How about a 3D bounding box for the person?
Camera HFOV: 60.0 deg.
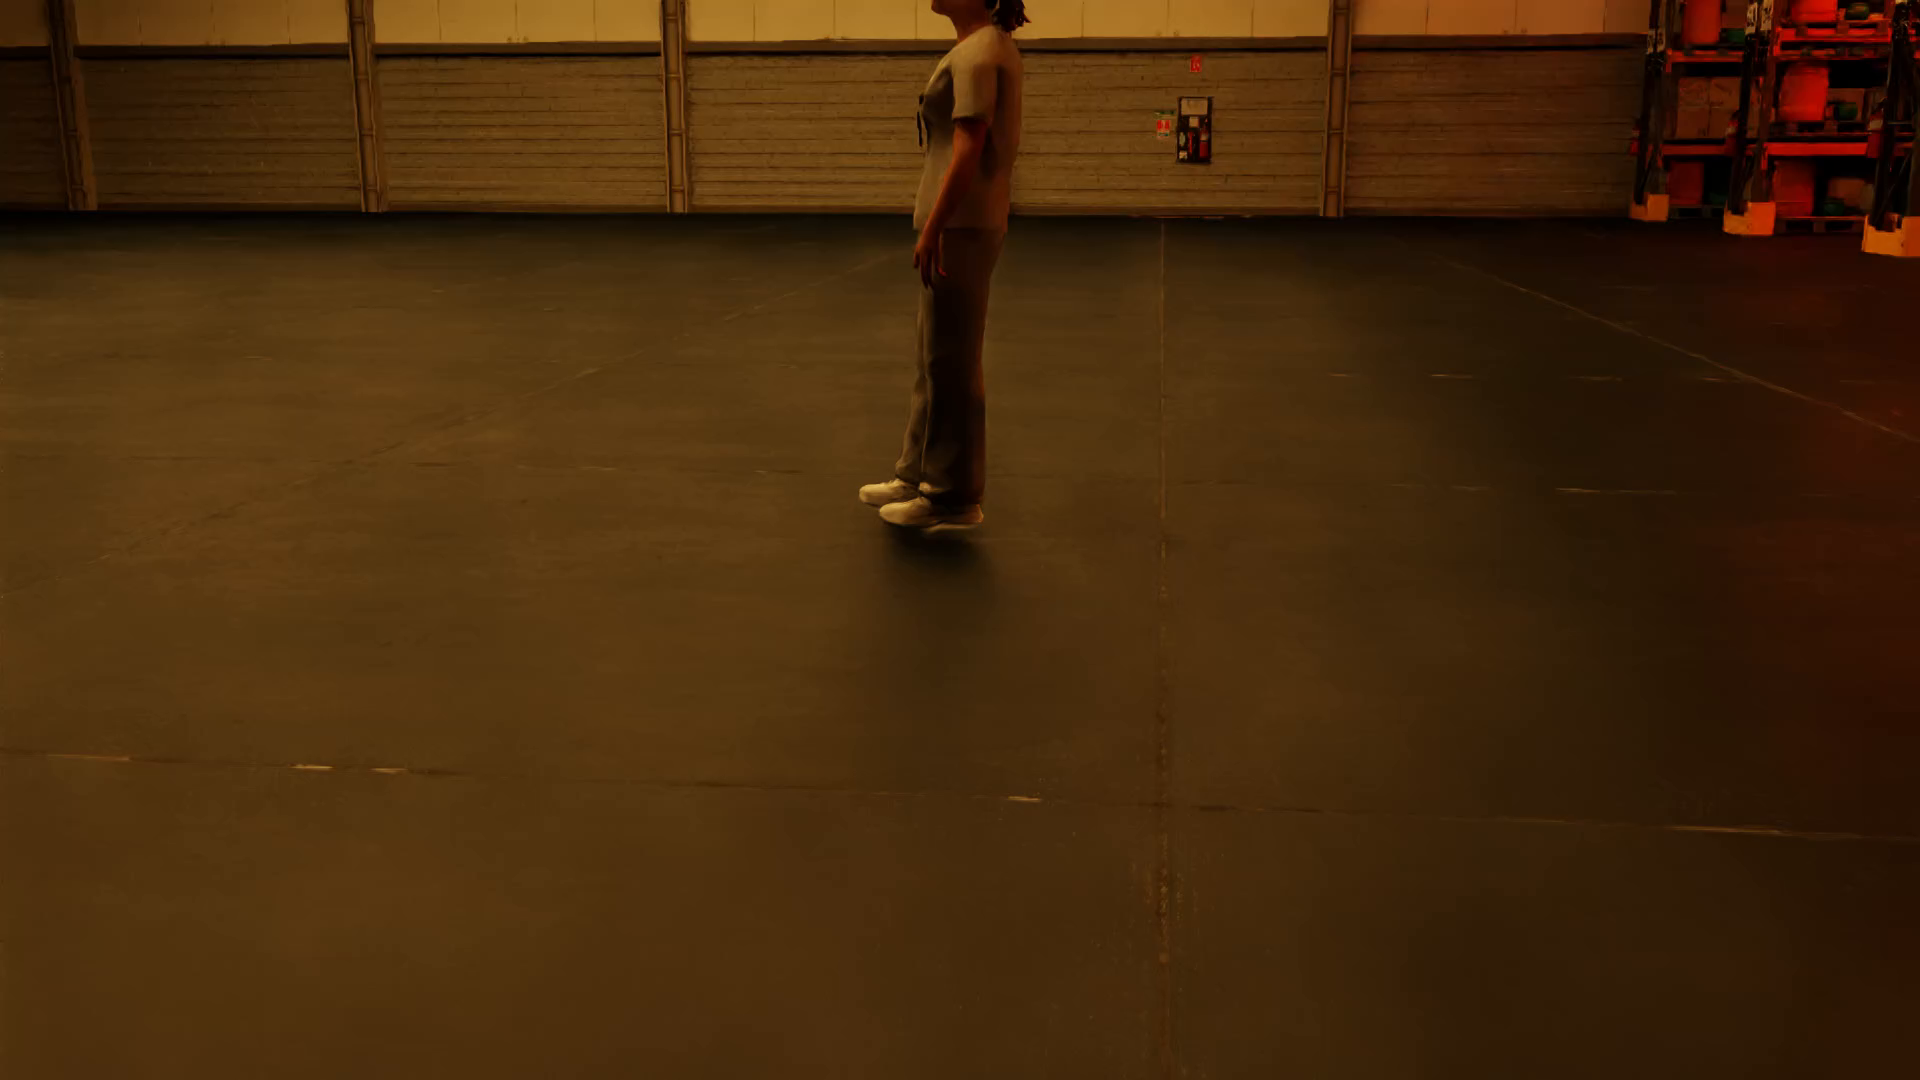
[{"bbox_3d":[-0.071,-0.866,4.767,0.549,1.672,0.550,2,13,7],"label":"person"}]
